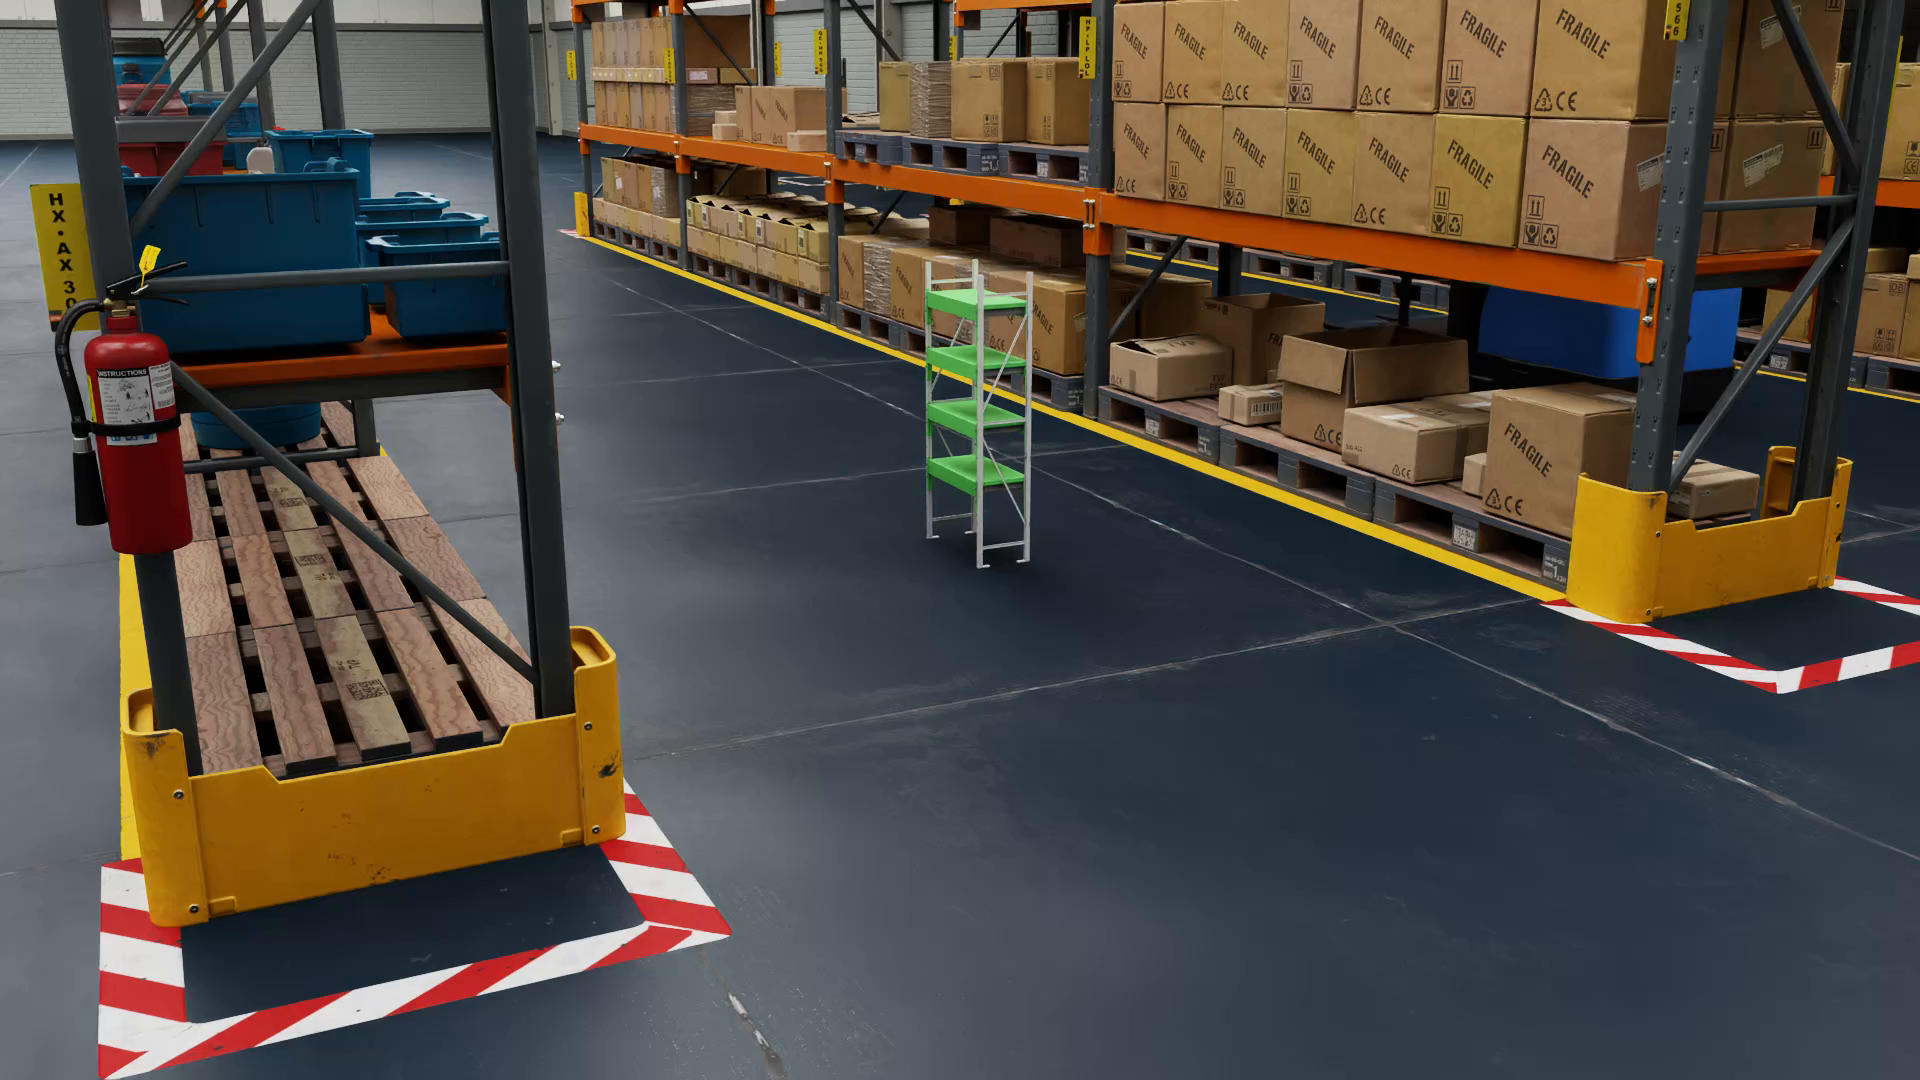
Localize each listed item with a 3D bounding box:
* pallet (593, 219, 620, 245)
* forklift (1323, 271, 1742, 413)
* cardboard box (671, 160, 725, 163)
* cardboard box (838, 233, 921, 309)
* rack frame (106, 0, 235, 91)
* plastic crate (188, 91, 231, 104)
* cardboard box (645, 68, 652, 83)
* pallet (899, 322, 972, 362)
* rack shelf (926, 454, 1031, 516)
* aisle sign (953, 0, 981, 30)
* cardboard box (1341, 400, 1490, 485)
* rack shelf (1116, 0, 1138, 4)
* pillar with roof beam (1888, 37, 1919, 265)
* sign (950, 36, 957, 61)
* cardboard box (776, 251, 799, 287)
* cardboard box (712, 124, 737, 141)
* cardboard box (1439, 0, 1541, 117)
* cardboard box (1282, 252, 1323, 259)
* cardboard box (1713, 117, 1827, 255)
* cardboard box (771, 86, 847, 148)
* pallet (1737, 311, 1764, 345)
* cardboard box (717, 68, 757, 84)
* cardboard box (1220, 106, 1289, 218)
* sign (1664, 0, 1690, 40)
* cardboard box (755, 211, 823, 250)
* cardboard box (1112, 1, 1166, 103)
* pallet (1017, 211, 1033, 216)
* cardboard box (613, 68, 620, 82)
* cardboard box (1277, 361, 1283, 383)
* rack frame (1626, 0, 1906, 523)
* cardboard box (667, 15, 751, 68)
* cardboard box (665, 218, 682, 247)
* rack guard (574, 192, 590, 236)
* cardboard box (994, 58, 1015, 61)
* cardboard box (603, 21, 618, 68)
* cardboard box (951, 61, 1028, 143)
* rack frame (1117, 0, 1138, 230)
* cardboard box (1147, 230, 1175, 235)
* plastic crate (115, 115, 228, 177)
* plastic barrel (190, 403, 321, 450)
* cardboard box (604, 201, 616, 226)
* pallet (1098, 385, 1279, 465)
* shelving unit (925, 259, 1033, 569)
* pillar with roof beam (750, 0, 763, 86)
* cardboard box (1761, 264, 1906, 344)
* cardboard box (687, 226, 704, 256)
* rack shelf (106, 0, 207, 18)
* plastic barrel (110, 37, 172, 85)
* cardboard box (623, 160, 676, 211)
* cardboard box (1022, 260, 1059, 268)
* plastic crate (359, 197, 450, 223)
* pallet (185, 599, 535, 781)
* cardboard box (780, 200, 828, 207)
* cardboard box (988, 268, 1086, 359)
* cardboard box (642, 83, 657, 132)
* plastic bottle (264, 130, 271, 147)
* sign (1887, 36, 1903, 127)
[{"bbox_3d":[-3.688,-3.660,19.623,1.003,0.211,1.213,-8,18,-25],"label":"pallet"},{"bbox_3d":[3.426,-2.435,10.422,1.130,2.935,3.031,-7,18,-24],"label":"forklift"},{"bbox_3d":[-2.889,-3.958,18.471,0.500,0.500,0.500,-8,18,-25],"label":"cardboard box"},{"bbox_3d":[-0.613,-2.064,12.739,0.500,0.500,0.500,-7,17,-23],"label":"cardboard box"},{"bbox_3d":[-6.762,-3.596,14.342,1.000,3.000,0.127,-8,18,-25],"label":"rack frame"},{"bbox_3d":[-6.275,-3.543,14.044,0.402,0.464,0.583,-8,18,-25],"label":"plastic crate"},{"bbox_3d":[-3.064,-4.847,17.347,0.380,0.149,0.250,-8,18,-25],"label":"cardboard box"},{"bbox_3d":[0.268,-1.369,11.640,1.003,0.211,1.213,-8,18,-25],"label":"pallet"},{"bbox_3d":[0.073,-0.244,7.026,0.258,0.148,0.480,-8,18,-25],"label":"rack shelf"},{"bbox_3d":[0.090,-7.016,21.548,0.394,0.787,0.004,-8,18,-25],"label":"aisle sign"},{"bbox_3d":[2.100,-0.452,7.575,0.500,0.250,0.500,-8,18,-25],"label":"cardboard box"},{"bbox_3d":[3.020,-5.393,16.472,1.077,0.370,4.000,-8,18,-25],"label":"rack shelf"},{"bbox_3d":[2.863,-5.104,8.721,9.100,9.000,0.400,-8,18,-25],"label":"pillar with roof beam"},{"bbox_3d":[-0.072,-3.788,13.057,0.100,0.325,0.005,-8,18,-25],"label":"sign"},{"bbox_3d":[-1.234,-2.310,14.086,0.500,0.250,0.500,-8,18,-26],"label":"cardboard box"},{"bbox_3d":[-2.103,-3.828,15.608,0.380,0.149,0.250,-8,18,-25],"label":"cardboard box"},{"bbox_3d":[2.285,-1.949,6.610,0.500,0.500,0.500,-7,17,-23],"label":"cardboard box"},{"bbox_3d":[3.534,-2.983,15.942,0.700,0.500,0.500,-7,18,-24],"label":"cardboard box"},{"bbox_3d":[2.992,-1.408,6.537,0.500,0.500,0.500,-7,18,-24],"label":"cardboard box"},{"bbox_3d":[-1.305,-3.664,14.398,0.500,0.500,0.500,-9,18,-28],"label":"cardboard box"},{"bbox_3d":[5.242,-1.651,12.621,1.003,0.211,1.213,-8,18,-25],"label":"pallet"},{"bbox_3d":[-2.251,-4.643,16.636,0.380,0.149,0.250,-8,18,-25],"label":"cardboard box"},{"bbox_3d":[1.620,-1.848,8.069,0.500,0.500,0.500,-8,18,-25],"label":"cardboard box"},{"bbox_3d":[2.442,-1.864,5.637,0.100,0.325,0.005,-8,18,-25],"label":"sign"},{"bbox_3d":[-1.458,-2.705,14.445,0.500,0.311,0.500,-8,18,-25],"label":"cardboard box"},{"bbox_3d":[1.150,-2.587,8.835,0.500,0.500,0.500,-7,17,-23],"label":"cardboard box"},{"bbox_3d":[1.279,-3.918,20.520,1.003,0.211,1.213,-8,18,-25],"label":"pallet"},{"bbox_3d":[-3.628,-5.166,18.457,0.380,0.149,0.250,-8,18,-27],"label":"cardboard box"},{"bbox_3d":[2.030,-0.836,8.802,0.500,0.311,0.500,-8,18,-25],"label":"cardboard box"},{"bbox_3d":[2.949,-1.218,6.056,1.000,3.000,0.127,-8,18,-25],"label":"rack frame"},{"bbox_3d":[-2.508,-4.974,16.613,0.700,0.500,0.500,-8,18,-25],"label":"cardboard box"},{"bbox_3d":[-2.707,-3.162,17.055,0.500,0.250,0.500,-8,18,-25],"label":"cardboard box"},{"bbox_3d":[-4.071,-3.990,20.247,1.175,0.500,0.348,-8,18,-25],"label":"rack guard"},{"bbox_3d":[0.758,-5.675,20.466,0.500,0.500,0.500,-8,18,-27],"label":"cardboard box"},{"bbox_3d":[-3.609,-5.597,18.782,0.700,0.500,0.500,-8,18,-26],"label":"cardboard box"},{"bbox_3d":[0.367,-2.890,10.941,0.700,0.500,0.500,-13,21,-39],"label":"cardboard box"},{"bbox_3d":[2.144,-4.793,18.514,1.000,3.000,0.127,-8,18,-25],"label":"rack frame"},{"bbox_3d":[2.481,-3.622,18.169,0.700,0.500,0.500,-7,17,-23],"label":"cardboard box"},{"bbox_3d":[-3.092,-1.420,6.536,0.402,0.464,0.583,-8,18,-25],"label":"plastic crate"},{"bbox_3d":[-3.480,-0.942,8.139,0.600,0.901,0.708,-8,18,-25],"label":"plastic barrel"},{"bbox_3d":[-3.803,-3.782,19.215,0.500,0.250,0.500,-8,18,-25],"label":"cardboard box"},{"bbox_3d":[1.497,-0.699,9.303,1.003,0.211,1.213,-8,18,-25],"label":"pallet"},{"bbox_3d":[0.073,-0.536,6.942,0.258,1.200,0.503,-8,18,-25],"label":"shelving unit"},{"bbox_3d":[-7.652,-11.055,29.458,9.100,9.000,0.400,-8,18,-25],"label":"pillar with roof beam"},{"bbox_3d":[5.884,-1.612,11.199,0.700,0.500,0.500,-7,18,-24],"label":"cardboard box"},{"bbox_3d":[-2.354,-2.944,16.294,0.500,0.250,0.500,-8,18,-26],"label":"cardboard box"},{"bbox_3d":[-7.638,-5.188,15.756,1.077,0.370,4.000,-8,18,-25],"label":"rack shelf"},{"bbox_3d":[-6.865,-3.704,13.812,0.600,0.901,0.708,-8,18,-25],"label":"plastic barrel"},{"bbox_3d":[-3.370,-3.894,18.245,0.500,0.500,0.500,-8,18,-25],"label":"cardboard box"},{"bbox_3d":[0.748,-1.625,11.208,0.500,0.500,0.500,-7,18,-24],"label":"cardboard box"},{"bbox_3d":[-1.894,-0.996,5.478,0.416,0.233,0.300,-8,18,-25],"label":"plastic crate"},{"bbox_3d":[-1.832,0.511,5.087,1.003,0.211,1.213,-8,18,-25],"label":"pallet"},{"bbox_3d":[-1.423,-3.025,15.561,0.500,0.311,0.500,-8,18,-25],"label":"cardboard box"},{"bbox_3d":[0.514,-1.431,10.533,0.500,0.500,0.500,-8,18,-25],"label":"cardboard box"},{"bbox_3d":[-2.961,-4.606,17.680,0.700,0.500,0.500,-7,18,-24],"label":"cardboard box"},{"bbox_3d":[-4.449,-2.499,10.732,0.061,0.283,0.133,-8,18,-25],"label":"plastic bottle"},{"bbox_3d":[3.437,-1.700,6.166,0.100,0.325,0.005,-8,18,-25],"label":"sign"}]
